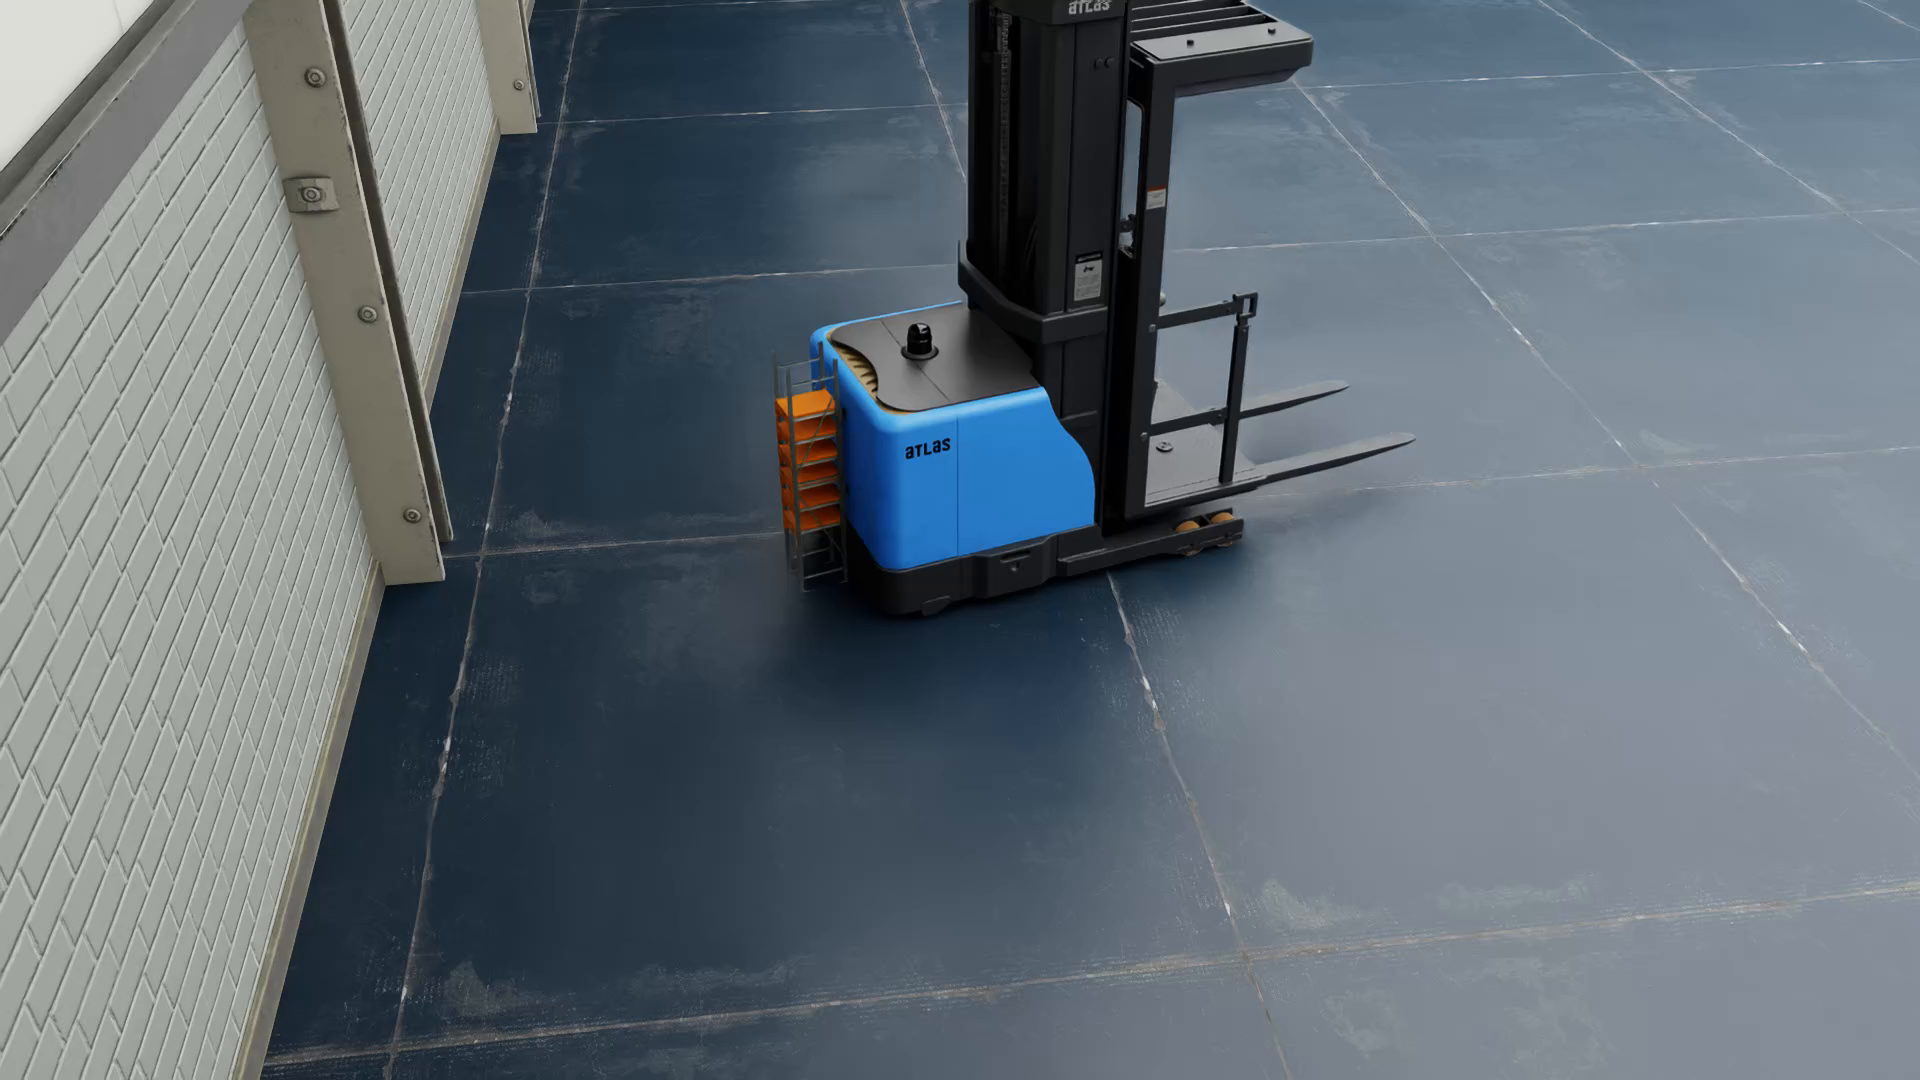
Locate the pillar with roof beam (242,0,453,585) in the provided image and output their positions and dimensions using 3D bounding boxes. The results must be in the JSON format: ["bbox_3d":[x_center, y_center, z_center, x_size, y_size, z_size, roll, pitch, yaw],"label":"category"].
[{"bbox_3d":[1.615,-3.949,6.054,9.100,9.000,0.400,-4,35,-6],"label":"pillar with roof beam"}]

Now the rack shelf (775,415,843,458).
[{"bbox_3d":[-0.684,-0.479,7.540,0.258,0.103,0.180,-14,37,-20],"label":"rack shelf"}]

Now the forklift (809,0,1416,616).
[{"bbox_3d":[0.845,-1.395,7.694,3.031,2.935,1.130,-13,37,-19],"label":"forklift"}]

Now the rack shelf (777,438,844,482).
[{"bbox_3d":[-0.684,-0.379,7.607,0.258,0.103,0.180,-14,37,-20],"label":"rack shelf"}]

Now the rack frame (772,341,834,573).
[{"bbox_3d":[-0.722,-0.364,7.719,0.240,1.200,0.006,-14,37,-20],"label":"rack frame"}]

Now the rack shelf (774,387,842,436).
[{"bbox_3d":[-0.684,-0.578,7.472,0.258,0.103,0.180,-14,37,-20],"label":"rack shelf"}]

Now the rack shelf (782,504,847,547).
[{"bbox_3d":[-0.684,-0.082,7.810,0.258,0.103,0.180,-14,37,-20],"label":"rack shelf"}]

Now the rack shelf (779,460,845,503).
[{"bbox_3d":[-0.684,-0.280,7.675,0.258,0.103,0.180,-14,37,-20],"label":"rack shelf"}]

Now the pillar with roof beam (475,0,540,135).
[{"bbox_3d":[0.808,-7.297,10.967,9.100,9.000,0.400,-4,35,-6],"label":"pillar with roof beam"}]

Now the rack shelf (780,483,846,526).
[{"bbox_3d":[-0.684,-0.181,7.742,0.258,0.103,0.180,-14,37,-20],"label":"rack shelf"}]

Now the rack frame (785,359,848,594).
[{"bbox_3d":[-0.646,-0.270,7.581,0.240,1.200,0.006,-14,37,-20],"label":"rack frame"}]

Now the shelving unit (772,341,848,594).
[{"bbox_3d":[-0.684,-0.317,7.650,0.258,1.200,0.189,-14,37,-20],"label":"shelving unit"}]
